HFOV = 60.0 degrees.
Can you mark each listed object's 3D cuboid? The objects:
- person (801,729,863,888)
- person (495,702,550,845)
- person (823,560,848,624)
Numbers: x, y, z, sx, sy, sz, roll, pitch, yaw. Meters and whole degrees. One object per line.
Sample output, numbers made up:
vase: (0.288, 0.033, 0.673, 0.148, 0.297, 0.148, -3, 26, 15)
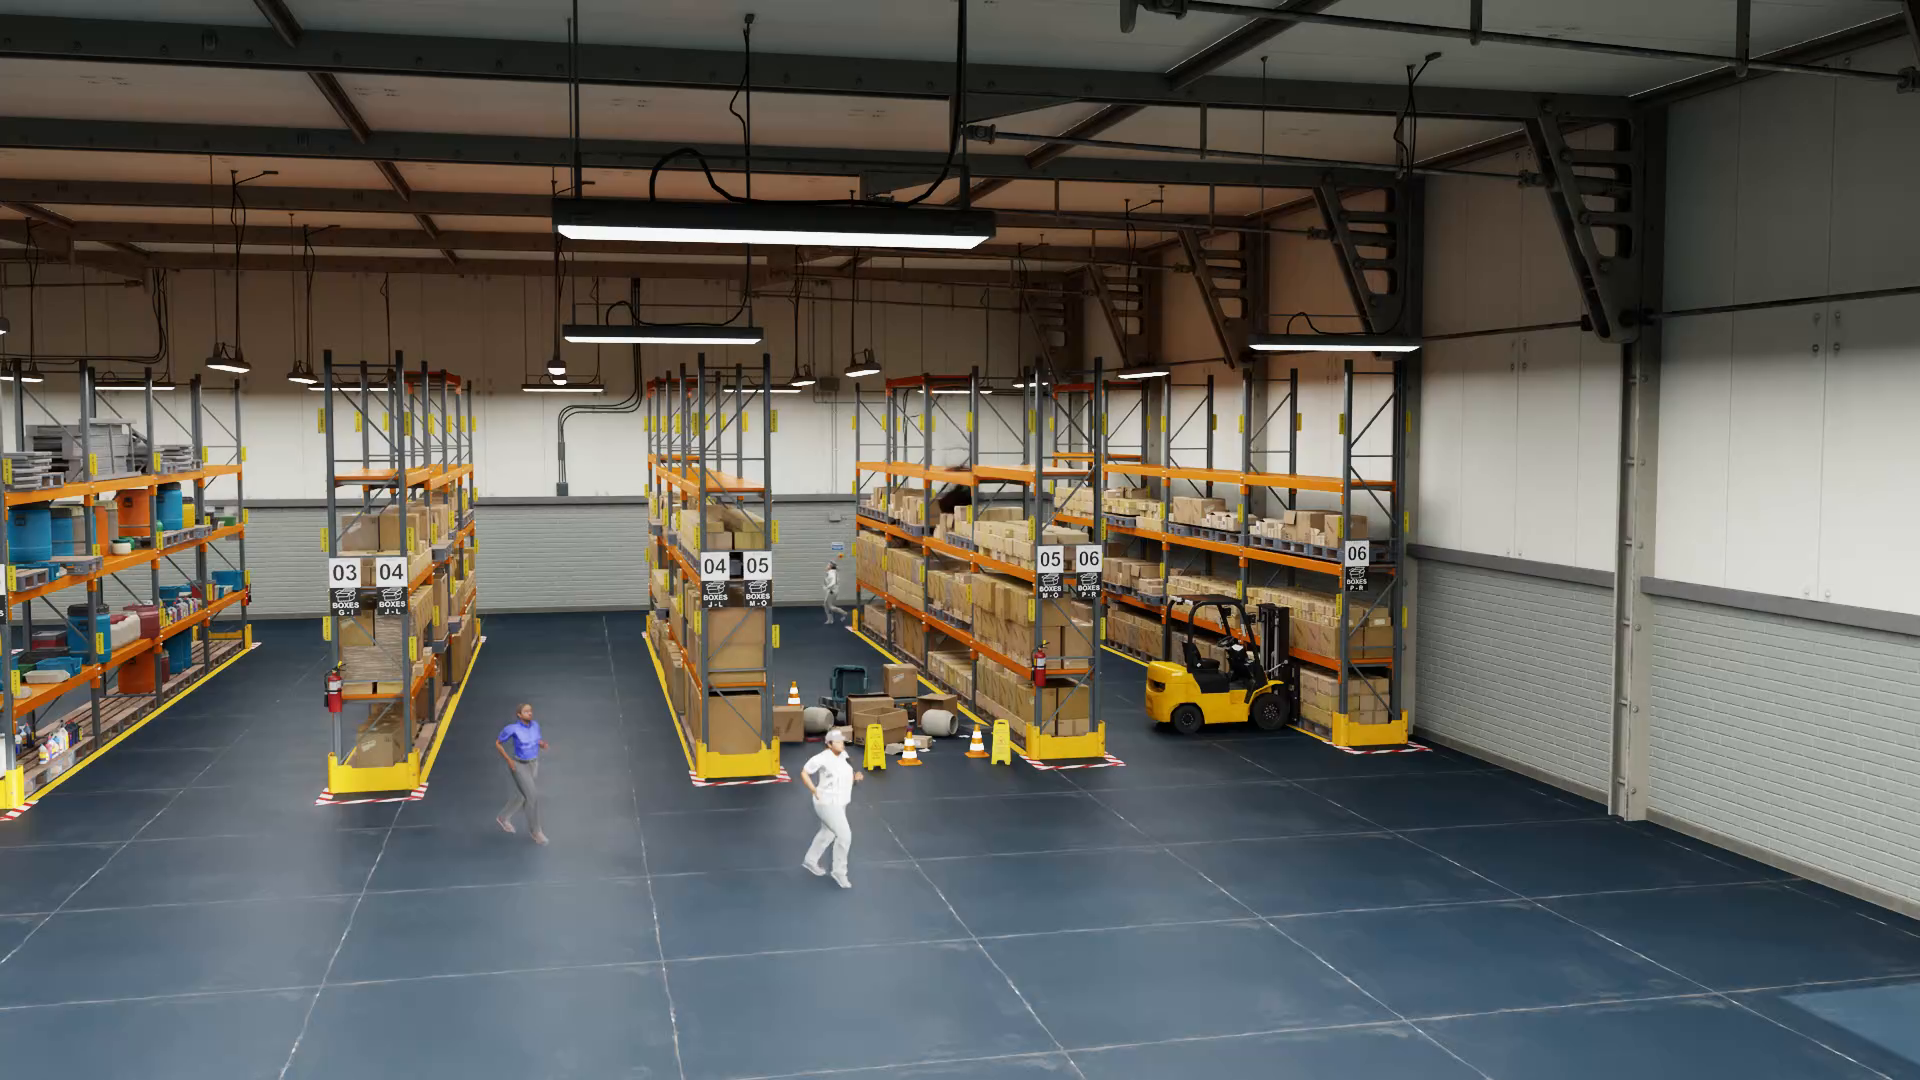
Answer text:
person: (-1.404, 2.926, 18.207, 0.754, 1.738, 0.574, 2, 4, 26)
person: (-5.257, 2.784, 20.053, 0.859, 1.693, 0.560, 2, 4, 28)
person: (-3.136, 1.304, 41.570, 0.649, 1.658, 0.657, 0, 4, 2)
